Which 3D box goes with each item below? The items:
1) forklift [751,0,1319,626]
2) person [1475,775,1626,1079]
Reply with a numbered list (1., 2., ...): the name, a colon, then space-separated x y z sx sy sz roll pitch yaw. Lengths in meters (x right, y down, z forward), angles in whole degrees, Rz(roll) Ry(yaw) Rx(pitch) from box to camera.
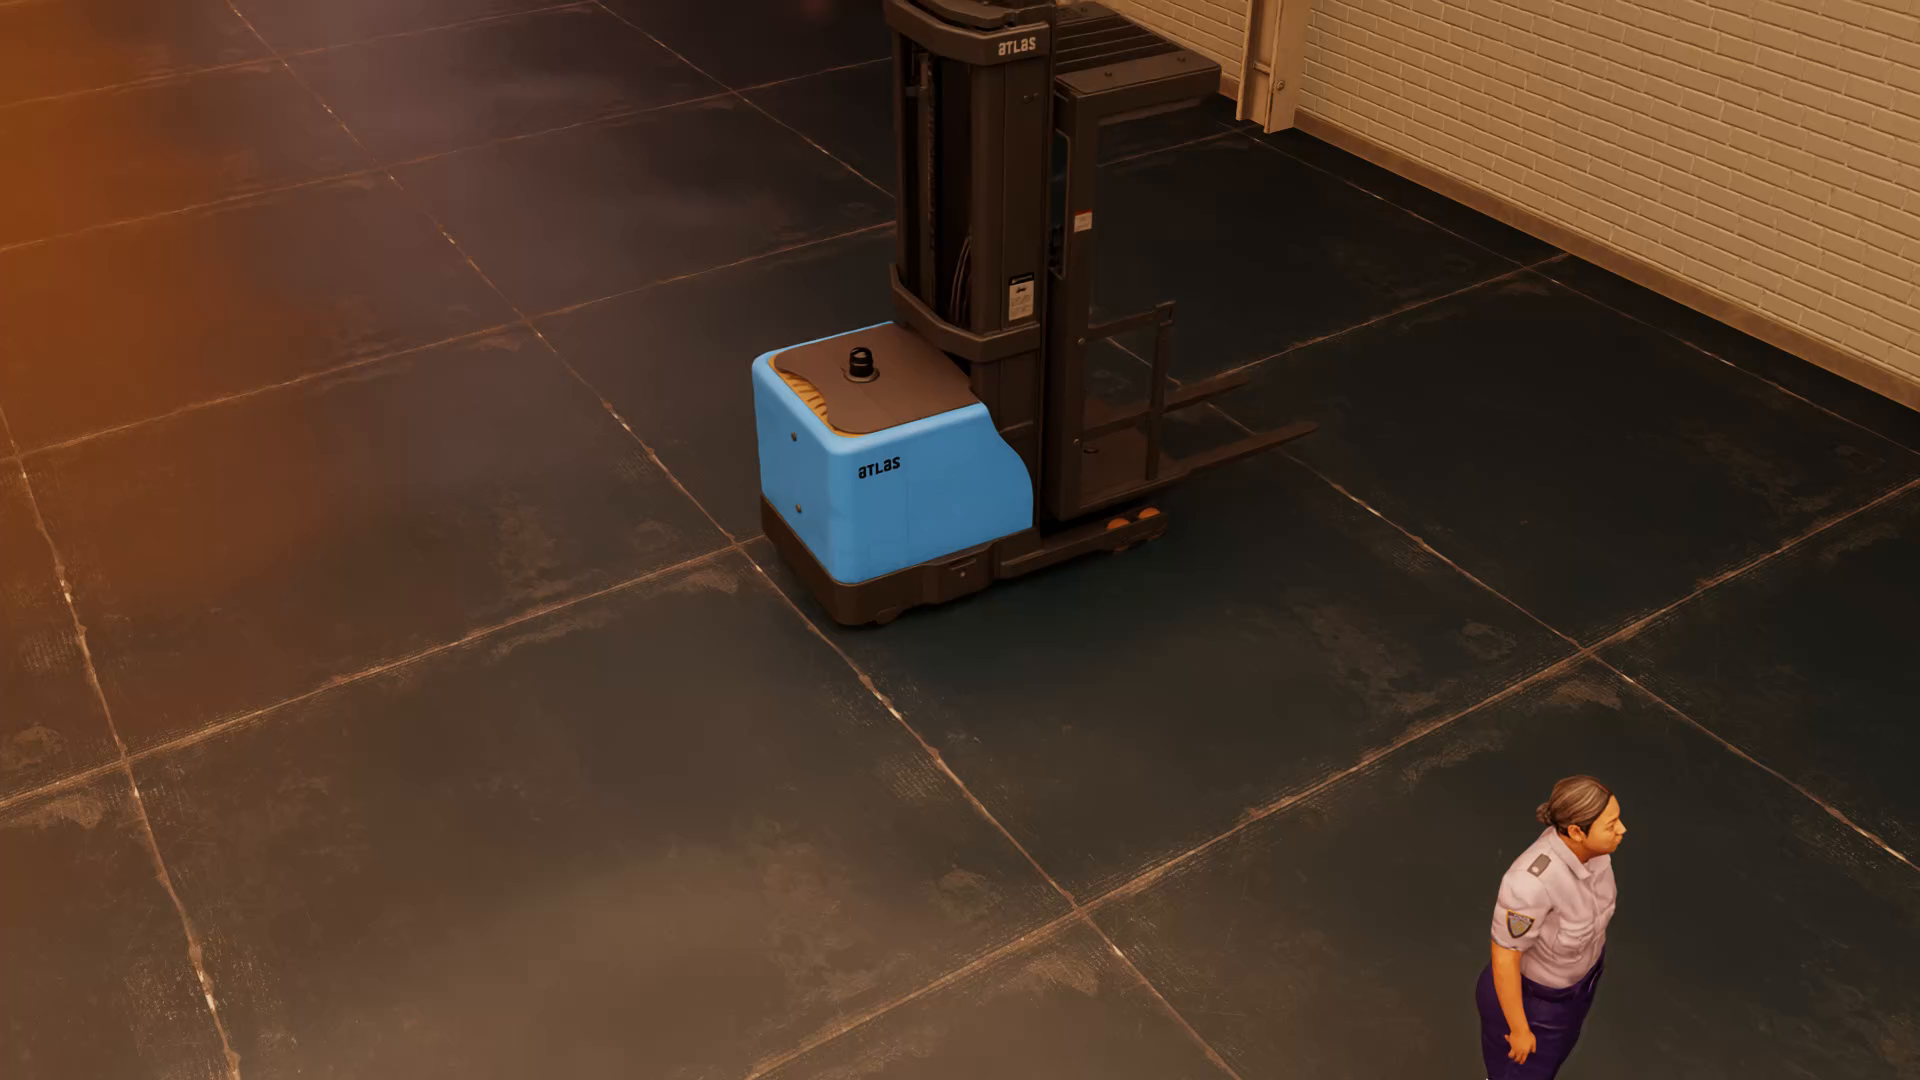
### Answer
1. forklift: 0.507 -1.393 8.130 3.031 2.935 1.130 -18 39 -23
2. person: 1.887 1.442 5.215 0.469 1.663 0.568 27 43 33
